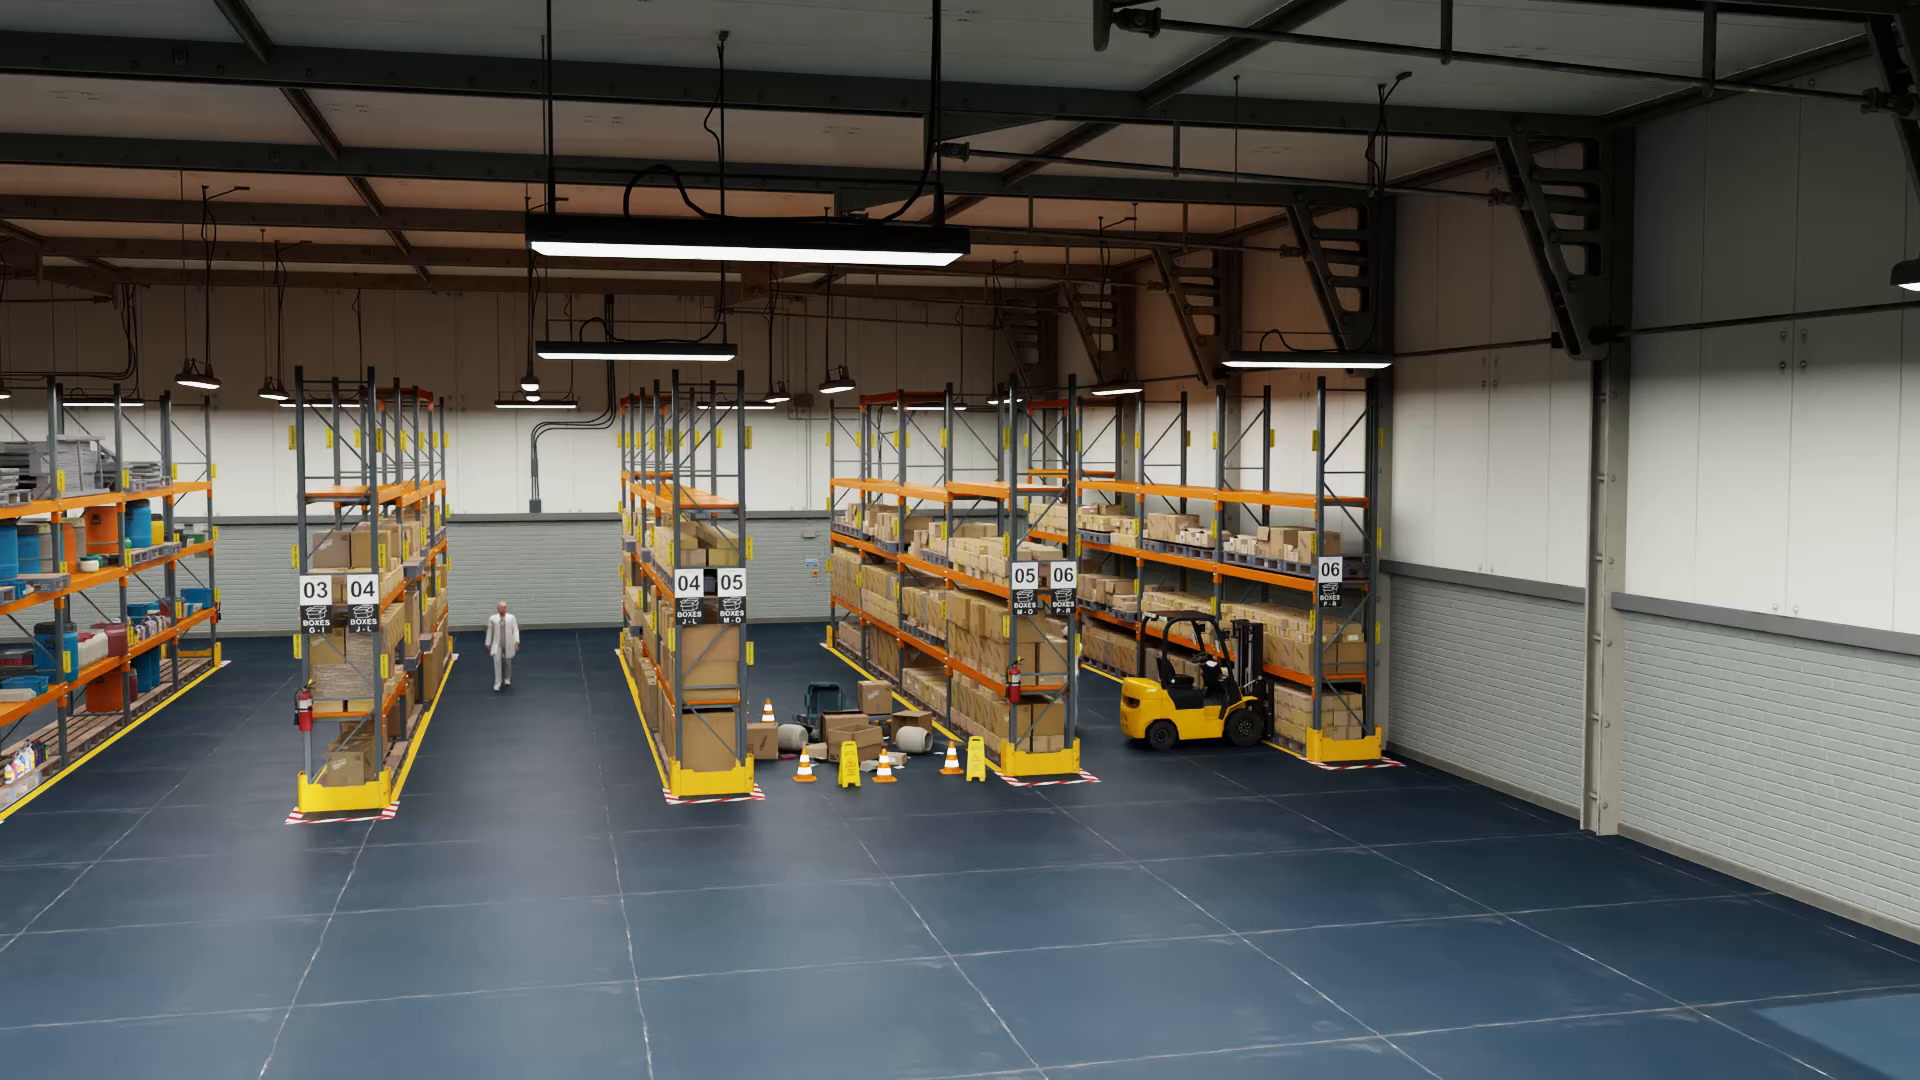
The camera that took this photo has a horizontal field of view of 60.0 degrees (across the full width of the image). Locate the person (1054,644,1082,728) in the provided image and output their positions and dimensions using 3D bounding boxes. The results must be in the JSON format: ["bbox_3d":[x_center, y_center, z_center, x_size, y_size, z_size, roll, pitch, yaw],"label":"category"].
[{"bbox_3d":[1.885,2.539,28.979,0.565,1.566,0.563,-1,4,-18],"label":"person"}]

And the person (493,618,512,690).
[{"bbox_3d":[-9.229,2.241,33.544,0.560,1.457,1.086,-1,3,-13],"label":"person"}]
